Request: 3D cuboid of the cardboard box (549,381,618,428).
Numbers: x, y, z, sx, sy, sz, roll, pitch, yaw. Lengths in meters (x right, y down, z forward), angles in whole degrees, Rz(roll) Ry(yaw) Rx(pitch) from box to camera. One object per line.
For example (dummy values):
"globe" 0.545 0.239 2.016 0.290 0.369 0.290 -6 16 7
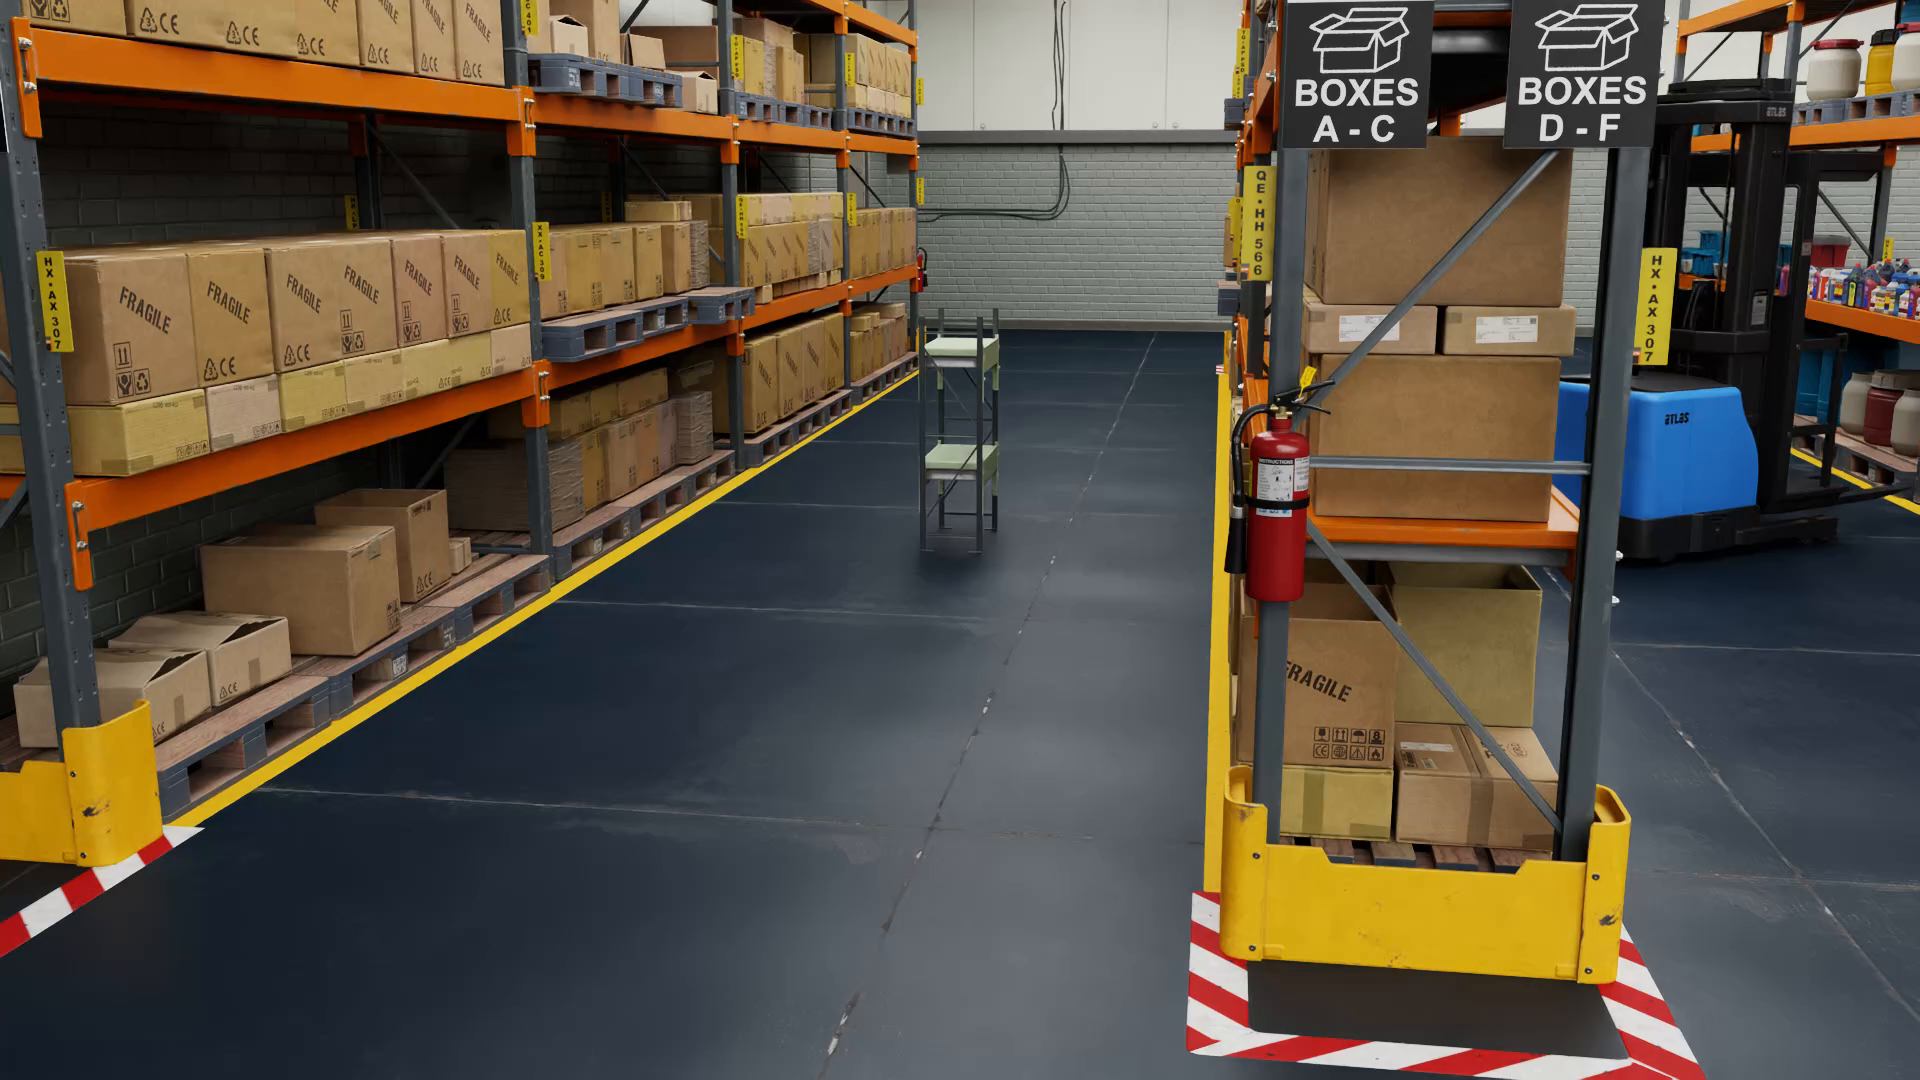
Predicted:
"cardboard box" -2.642 -0.919 11.246 0.500 0.250 0.500 2 12 7

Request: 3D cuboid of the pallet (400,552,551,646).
"pallet" -2.948 0.299 9.105 1.003 0.211 1.213 2 12 9

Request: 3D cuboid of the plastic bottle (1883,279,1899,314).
"plastic bottle" 7.297 -1.904 13.016 0.097 0.271 0.097 0 12 0

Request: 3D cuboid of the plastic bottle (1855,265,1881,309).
"plastic bottle" 7.407 -2.060 13.551 0.144 0.351 0.185 2 12 9

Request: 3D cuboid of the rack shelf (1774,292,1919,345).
"rack shelf" 7.833 -1.781 13.847 1.077 0.370 4.000 2 12 9

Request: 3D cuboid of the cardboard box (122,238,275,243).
"cardboard box" -3.392 -1.098 7.495 0.500 0.500 0.500 2 12 9

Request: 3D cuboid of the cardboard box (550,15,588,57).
"cardboard box" -2.621 -3.073 10.225 0.500 0.311 0.500 2 12 10

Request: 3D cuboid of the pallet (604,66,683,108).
"pallet" -2.523 -2.921 10.752 1.213 0.211 1.003 2 12 9

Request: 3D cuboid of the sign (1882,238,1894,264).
"sign" 8.683 -2.667 15.590 0.100 0.325 0.005 2 12 9

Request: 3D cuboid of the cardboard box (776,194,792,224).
"cardboard box" -1.785 -2.911 14.609 0.500 0.250 0.500 2 12 9

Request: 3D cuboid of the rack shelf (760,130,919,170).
"rack shelf" -1.341 -4.401 18.884 1.077 0.370 4.000 2 12 9

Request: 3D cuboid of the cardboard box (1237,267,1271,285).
"cardboard box" 2.617 -2.267 13.158 0.700 0.500 0.500 -2 12 -10

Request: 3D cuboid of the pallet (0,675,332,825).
"pallet" -3.323 0.807 6.748 1.003 0.211 1.213 2 12 9

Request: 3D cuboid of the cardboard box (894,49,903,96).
"cardboard box" -0.964 -5.452 19.393 0.500 0.500 0.500 2 12 10

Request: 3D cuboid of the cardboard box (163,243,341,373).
"cardboard box" -2.953 -0.975 6.926 0.500 0.500 0.500 1 12 7

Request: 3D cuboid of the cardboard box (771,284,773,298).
"cardboard box" -1.865 -2.201 14.636 0.380 0.149 0.250 2 12 10

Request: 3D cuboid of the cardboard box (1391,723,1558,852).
"cardboard box" 1.703 0.822 5.591 0.500 0.250 0.500 2 12 9

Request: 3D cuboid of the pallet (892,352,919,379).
"pallet" -1.079 -2.171 20.566 1.003 0.211 1.213 2 12 9

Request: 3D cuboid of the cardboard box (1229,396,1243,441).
"cardboard box" 2.260 -0.914 12.313 0.500 0.311 0.500 2 12 11

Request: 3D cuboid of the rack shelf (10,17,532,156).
"rack shelf" -3.187 -1.903 7.293 1.077 0.370 4.000 2 12 9

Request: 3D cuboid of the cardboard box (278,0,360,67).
"cardboard box" -2.941 -2.290 7.095 0.500 0.500 0.500 3 12 12

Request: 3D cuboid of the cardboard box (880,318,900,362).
"cardboard box" -1.119 -2.433 20.101 0.700 0.500 0.500 2 12 8

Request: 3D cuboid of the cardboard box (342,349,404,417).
"cardboard box" -2.876 -0.720 7.522 0.500 0.250 0.500 2 12 9

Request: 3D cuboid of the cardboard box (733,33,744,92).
"cardboard box" -2.217 -3.983 13.953 0.700 0.500 0.500 1 12 6

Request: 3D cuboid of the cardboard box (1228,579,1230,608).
"cardboard box" 1.563 0.284 8.085 0.500 0.250 0.500 2 12 9

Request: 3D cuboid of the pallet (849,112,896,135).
"pallet" -1.323 -4.717 18.850 1.003 0.211 1.213 2 12 9

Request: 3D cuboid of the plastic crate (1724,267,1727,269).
"plastic crate" 8.047 -2.686 16.848 0.437 0.125 0.590 2 12 9

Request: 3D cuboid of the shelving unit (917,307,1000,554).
"shelving unit" -0.001 -0.732 10.829 0.431 1.500 0.755 2 12 9

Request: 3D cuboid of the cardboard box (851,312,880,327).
"cardboard box" -1.120 -2.497 18.858 0.380 0.149 0.250 2 12 7

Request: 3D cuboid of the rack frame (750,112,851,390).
"rack frame" -1.649 -2.870 17.193 1.000 3.000 0.127 2 12 9

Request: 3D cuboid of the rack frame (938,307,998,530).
"rack frame" 0.055 -0.808 11.182 0.400 1.500 0.023 2 12 9

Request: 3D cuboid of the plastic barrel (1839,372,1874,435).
"plastic barrel" 7.756 -1.164 14.182 0.421 0.512 0.421 0 12 0

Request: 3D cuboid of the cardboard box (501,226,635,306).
"cardboard box" -2.604 -1.828 11.074 0.700 0.500 0.500 4 13 16

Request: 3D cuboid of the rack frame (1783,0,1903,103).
"rack frame" 8.140 -5.482 15.071 1.000 3.000 0.127 2 12 9

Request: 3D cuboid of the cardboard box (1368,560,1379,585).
"cardboard box" 1.842 0.246 6.480 0.500 0.500 0.500 2 12 9

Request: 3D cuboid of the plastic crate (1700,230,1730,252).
"plastic crate" 8.888 -3.353 19.205 0.616 0.435 0.499 2 12 9

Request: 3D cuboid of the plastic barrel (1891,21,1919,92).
"plastic barrel" 7.649 -3.829 13.200 0.433 0.535 0.433 0 12 0

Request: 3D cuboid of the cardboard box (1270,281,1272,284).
"cardboard box" 2.532 -1.760 12.253 0.500 0.311 0.500 3 12 12

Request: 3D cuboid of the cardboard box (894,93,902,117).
"cardboard box" -0.963 -5.081 19.451 0.500 0.250 0.500 1 12 7

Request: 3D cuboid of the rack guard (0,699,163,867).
"rack guard" -3.483 0.834 5.938 1.175 0.500 0.348 2 12 9

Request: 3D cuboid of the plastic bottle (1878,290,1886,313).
"plastic bottle" 7.312 -1.891 13.117 0.097 0.201 0.097 0 12 0

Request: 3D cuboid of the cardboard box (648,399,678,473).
"cardboard box" -2.517 -0.776 12.363 0.700 0.500 0.500 2 12 9

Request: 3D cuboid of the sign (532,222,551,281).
"sign" -2.342 -1.612 9.300 0.100 0.325 0.005 2 12 9

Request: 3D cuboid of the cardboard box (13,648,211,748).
"cardboard box" -3.299 0.586 6.493 0.500 0.311 0.500 0 12 2

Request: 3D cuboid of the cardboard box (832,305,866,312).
"cardboard box" -1.337 -2.730 19.936 0.380 0.149 0.250 2 12 9

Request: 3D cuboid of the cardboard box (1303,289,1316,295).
"cardboard box" 1.349 -0.772 5.679 0.380 0.149 0.250 2 12 8

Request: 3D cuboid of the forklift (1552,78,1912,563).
"forklift" 5.197 -1.493 10.964 3.031 2.935 1.130 -7 14 -29

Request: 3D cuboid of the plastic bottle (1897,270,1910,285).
"plastic bottle" 8.118 -2.185 14.318 0.097 0.271 0.097 0 12 0

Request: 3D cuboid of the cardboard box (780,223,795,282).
"cardboard box" -1.769 -2.547 14.699 0.500 0.500 0.500 2 12 8

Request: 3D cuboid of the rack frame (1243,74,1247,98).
"rack frame" 3.246 -5.643 15.820 1.000 3.000 0.127 2 12 9

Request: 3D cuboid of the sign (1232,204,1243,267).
"sign" 1.478 -1.588 8.683 0.100 0.325 0.005 2 12 9
